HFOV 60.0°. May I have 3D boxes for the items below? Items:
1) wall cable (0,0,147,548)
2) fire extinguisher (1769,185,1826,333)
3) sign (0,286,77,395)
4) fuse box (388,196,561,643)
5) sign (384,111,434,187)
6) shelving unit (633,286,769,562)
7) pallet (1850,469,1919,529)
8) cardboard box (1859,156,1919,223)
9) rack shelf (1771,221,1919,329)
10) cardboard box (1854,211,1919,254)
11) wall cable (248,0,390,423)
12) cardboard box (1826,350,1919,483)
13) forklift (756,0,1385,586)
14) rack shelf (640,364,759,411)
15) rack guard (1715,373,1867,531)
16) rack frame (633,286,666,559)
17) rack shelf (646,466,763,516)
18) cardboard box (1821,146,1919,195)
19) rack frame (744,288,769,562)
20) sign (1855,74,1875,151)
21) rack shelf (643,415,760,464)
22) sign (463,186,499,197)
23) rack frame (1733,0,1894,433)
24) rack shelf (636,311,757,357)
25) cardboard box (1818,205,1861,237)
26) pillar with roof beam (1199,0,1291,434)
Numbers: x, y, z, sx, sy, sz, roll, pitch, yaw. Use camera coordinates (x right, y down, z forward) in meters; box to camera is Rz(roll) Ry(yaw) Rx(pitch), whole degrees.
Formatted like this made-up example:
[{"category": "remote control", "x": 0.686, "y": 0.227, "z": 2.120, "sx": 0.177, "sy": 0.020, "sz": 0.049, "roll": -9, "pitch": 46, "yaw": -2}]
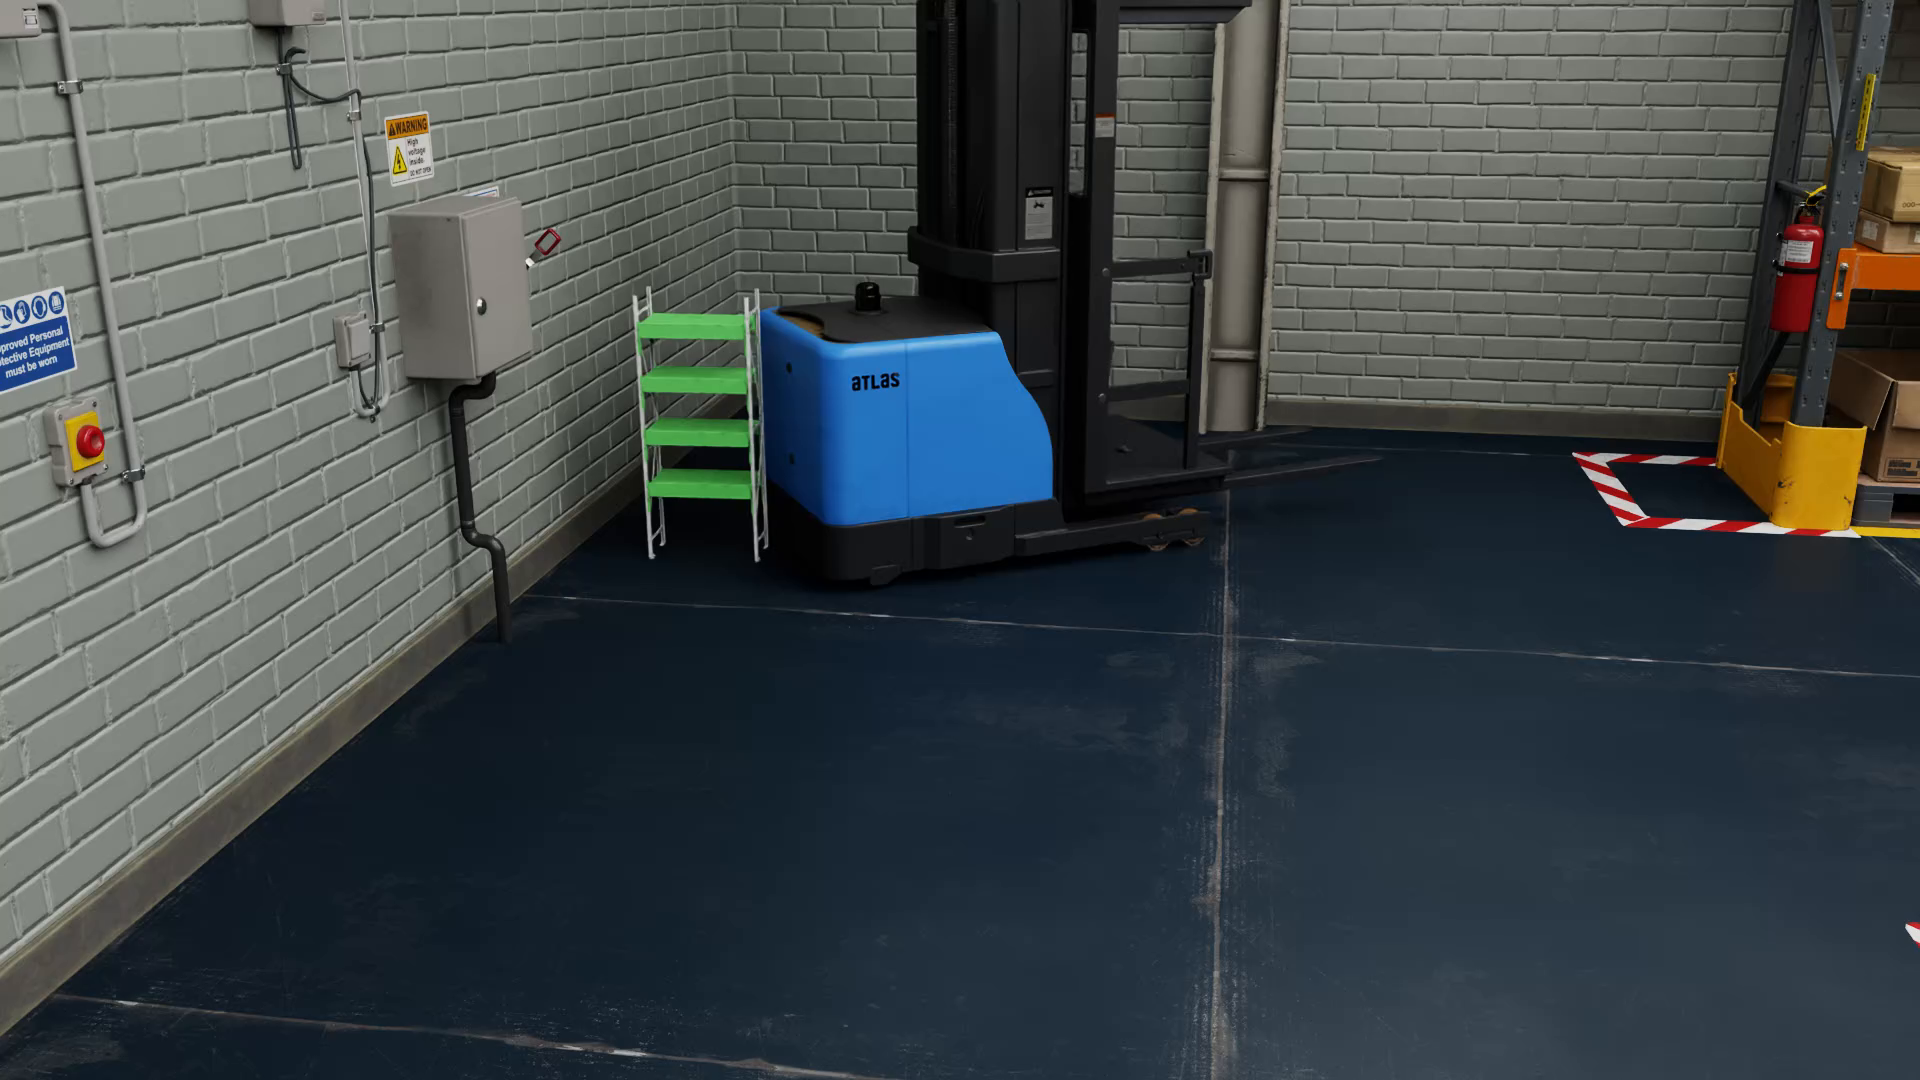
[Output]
[{"category": "wall cable", "x": -2.250, "y": -0.876, "z": 4.044, "sx": 0.123, "sy": 1.953, "sz": 0.585, "roll": 3, "pitch": 19, "yaw": 9}, {"category": "fire extinguisher", "x": 3.886, "y": -1.307, "z": 7.693, "sx": 0.183, "sy": 0.674, "sz": 0.296, "roll": 3, "pitch": 19, "yaw": 9}, {"category": "sign", "x": -2.318, "y": -0.496, "z": 4.131, "sx": 0.001, "sy": 0.218, "sz": 0.327, "roll": 3, "pitch": 19, "yaw": 9}, {"category": "fuse box", "x": -1.772, "y": -0.419, "z": 6.360, "sx": 0.414, "sy": 1.711, "sz": 0.539, "roll": 3, "pitch": 19, "yaw": 9}, {"category": "sign", "x": -1.986, "y": -1.415, "z": 6.004, "sx": 0.001, "sy": 0.242, "sz": 0.339, "roll": 3, "pitch": 19, "yaw": 9}, {"category": "shelving unit", "x": -1.150, "y": -0.513, "z": 7.445, "sx": 0.503, "sy": 1.200, "sz": 0.258, "roll": 2, "pitch": 19, "yaw": 5}, {"category": "pallet", "x": 4.967, "y": -0.292, "z": 8.344, "sx": 1.213, "sy": 0.211, "sz": 1.003, "roll": 3, "pitch": 19, "yaw": 9}, {"category": "cardboard box", "x": 4.510, "y": -1.621, "z": 7.688, "sx": 0.500, "sy": 0.250, "sz": 0.500, "roll": 3, "pitch": 19, "yaw": 9}, {"category": "rack shelf", "x": 6.080, "y": -1.217, "z": 7.845, "sx": 4.000, "sy": 0.370, "sz": 1.077, "roll": 3, "pitch": 19, "yaw": 9}, {"category": "cardboard box", "x": 4.386, "y": -1.437, "z": 7.766, "sx": 0.250, "sy": 0.149, "sz": 0.380, "roll": 3, "pitch": 19, "yaw": 8}, {"category": "wall cable", "x": -2.036, "y": -1.306, "z": 5.379, "sx": 0.122, "sy": 1.984, "sz": 0.588, "roll": 3, "pitch": 19, "yaw": 9}, {"category": "cardboard box", "x": 4.694, "y": -0.613, "z": 8.181, "sx": 0.637, "sy": 0.503, "sz": 0.797, "roll": 2, "pitch": 19, "yaw": 6}, {"category": "forklift", "x": 0.613, "y": -1.486, "z": 7.626, "sx": 3.031, "sy": 2.935, "sz": 1.130, "roll": -8, "pitch": 20, "yaw": -23}, {"category": "rack shelf", "x": -1.150, "y": -0.680, "z": 7.389, "sx": 0.480, "sy": 0.148, "sz": 0.258, "roll": 2, "pitch": 19, "yaw": 5}, {"category": "rack guard", "x": 4.180, "y": -0.469, "z": 8.417, "sx": 0.348, "sy": 0.500, "sz": 1.175, "roll": 3, "pitch": 19, "yaw": 9}, {"category": "rack frame", "x": -1.393, "y": -0.520, "z": 7.467, "sx": 0.015, "sy": 1.200, "sz": 0.240, "roll": 2, "pitch": 19, "yaw": 5}, {"category": "rack shelf", "x": -1.150, "y": -0.225, "z": 7.541, "sx": 0.480, "sy": 0.148, "sz": 0.258, "roll": 2, "pitch": 19, "yaw": 5}, {"category": "cardboard box", "x": 4.601, "y": -1.788, "z": 8.188, "sx": 0.500, "sy": 0.250, "sz": 0.500, "roll": 3, "pitch": 19, "yaw": 10}, {"category": "rack frame", "x": -0.907, "y": -0.506, "z": 7.423, "sx": 0.015, "sy": 1.200, "sz": 0.240, "roll": 2, "pitch": 19, "yaw": 5}, {"category": "sign", "x": 4.019, "y": -1.899, "z": 7.387, "sx": 0.005, "sy": 0.325, "sz": 0.100, "roll": 3, "pitch": 19, "yaw": 9}, {"category": "rack shelf", "x": -1.150, "y": -0.452, "z": 7.465, "sx": 0.480, "sy": 0.148, "sz": 0.258, "roll": 2, "pitch": 19, "yaw": 5}, {"category": "sign", "x": -1.899, "y": -1.150, "z": 6.664, "sx": 0.001, "sy": 0.494, "sz": 0.329, "roll": 3, "pitch": 19, "yaw": 9}, {"category": "rack frame", "x": 4.105, "y": -1.658, "z": 8.032, "sx": 0.127, "sy": 3.000, "sz": 1.000, "roll": 3, "pitch": 19, "yaw": 9}, {"category": "rack shelf", "x": -1.150, "y": -0.907, "z": 7.313, "sx": 0.480, "sy": 0.148, "sz": 0.258, "roll": 2, "pitch": 19, "yaw": 5}, {"category": "cardboard box", "x": 4.475, "y": -1.607, "z": 8.273, "sx": 0.250, "sy": 0.149, "sz": 0.380, "roll": 3, "pitch": 19, "yaw": 8}, {"category": "pillar with roof beam", "x": 0.903, "y": -3.573, "z": 4.299, "sx": 0.400, "sy": 9.000, "sz": 9.100, "roll": 3, "pitch": 19, "yaw": 9}]
